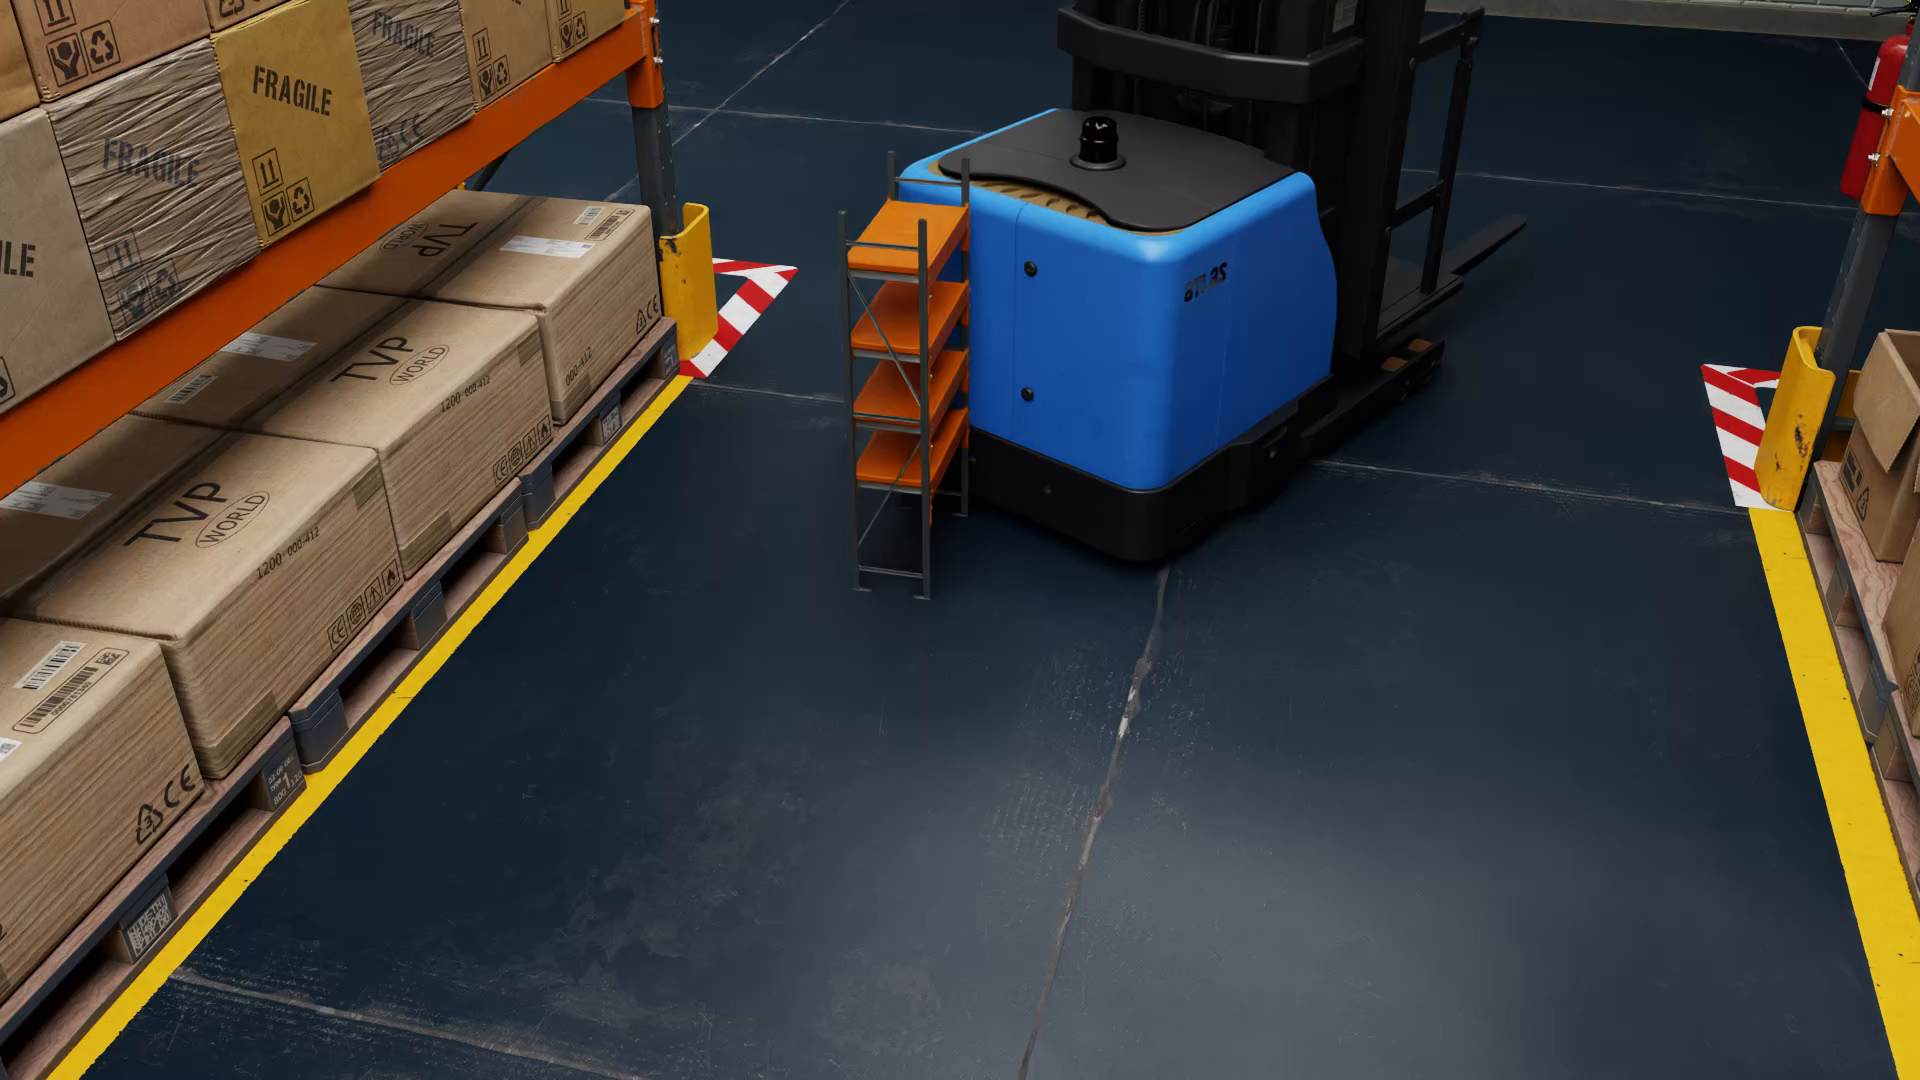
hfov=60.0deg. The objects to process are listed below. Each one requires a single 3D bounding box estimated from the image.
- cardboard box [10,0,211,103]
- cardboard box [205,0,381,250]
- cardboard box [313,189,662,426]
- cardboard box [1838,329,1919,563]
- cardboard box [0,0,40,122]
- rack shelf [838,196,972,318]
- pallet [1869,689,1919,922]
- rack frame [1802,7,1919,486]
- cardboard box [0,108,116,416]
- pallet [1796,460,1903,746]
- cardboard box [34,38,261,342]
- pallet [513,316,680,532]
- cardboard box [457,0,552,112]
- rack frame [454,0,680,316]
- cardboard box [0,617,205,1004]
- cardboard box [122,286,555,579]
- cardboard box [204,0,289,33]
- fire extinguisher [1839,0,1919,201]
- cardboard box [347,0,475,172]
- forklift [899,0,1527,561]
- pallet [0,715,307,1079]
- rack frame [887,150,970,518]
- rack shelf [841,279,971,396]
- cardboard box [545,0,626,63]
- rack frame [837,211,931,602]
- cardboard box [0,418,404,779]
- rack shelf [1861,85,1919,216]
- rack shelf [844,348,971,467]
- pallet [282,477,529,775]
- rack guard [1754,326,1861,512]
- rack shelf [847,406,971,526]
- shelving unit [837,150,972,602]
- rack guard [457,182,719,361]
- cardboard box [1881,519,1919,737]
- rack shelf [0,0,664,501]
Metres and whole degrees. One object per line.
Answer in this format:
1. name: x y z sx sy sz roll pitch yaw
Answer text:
1. cardboard box: -1.936 -1.220 3.348 0.500 0.500 0.500 9 33 13
2. cardboard box: -1.799 -1.052 4.015 0.500 0.500 0.500 9 34 14
3. cardboard box: -1.622 -0.832 5.760 0.875 0.438 0.875 7 33 11
4. cardboard box: 3.004 -0.238 4.763 0.797 0.503 0.637 7 33 10
5. cardboard box: -2.077 -0.956 2.933 0.500 0.500 0.500 8 33 12
6. rack shelf: -0.148 -0.799 4.657 0.258 0.148 0.480 7 33 11
7. pallet: 2.719 0.843 3.728 1.003 0.211 1.213 8 33 12
8. rack frame: 3.251 -1.418 4.685 1.000 3.000 0.127 8 33 12
9. cardboard box: -2.062 -0.527 3.190 0.500 0.500 0.500 8 33 13
10. pallet: 3.030 0.212 4.720 1.003 0.211 1.213 8 33 12
11. cardboard box: -1.930 -0.784 3.595 0.500 0.500 0.500 8 33 13
12. pallet: -1.679 -0.490 5.824 1.003 0.211 1.213 8 33 12
13. cardboard box: -1.560 -1.590 4.861 0.500 0.500 0.500 7 33 11
14. rack frame: -1.551 -2.092 5.745 1.000 3.000 0.127 8 33 12
15. cardboard box: -2.303 0.576 3.544 0.875 0.438 0.875 8 33 12
16. cardboard box: -1.846 -0.356 5.011 0.875 0.438 0.875 9 34 14
17. cardboard box: -1.806 -1.482 3.760 0.500 0.500 0.500 8 33 12
18. fire extinguisher: 2.841 -1.368 5.025 0.296 0.674 0.183 8 33 12
19. cardboard box: -1.681 -1.321 4.439 0.500 0.500 0.500 9 34 14
20. forklift: 1.136 -1.890 5.491 1.130 2.935 3.031 25 40 33
21. pallet: -2.298 0.776 3.832 1.003 0.211 1.213 8 33 12
22. rack frame: -0.091 -0.595 5.068 0.240 1.200 0.015 7 33 11
23. rack shelf: -0.148 -0.600 4.784 0.258 0.148 0.480 7 33 11
24. cardboard box: -1.418 -1.848 5.268 0.500 0.500 0.500 8 33 13
25. rack frame: -0.204 -0.340 4.667 0.240 1.200 0.015 7 33 11
26. cardboard box: -2.077 0.112 4.275 0.875 0.438 0.875 7 33 11
27. rack shelf: 2.743 -0.077 3.246 1.077 0.370 4.000 8 33 12
28. rack shelf: -0.148 -0.411 4.904 0.258 0.148 0.480 7 33 11
29. pallet: -1.990 0.141 4.831 1.003 0.211 1.213 8 33 12
30. rack guard: 3.232 -0.324 5.294 1.175 0.500 0.348 8 33 12
31. rack shelf: -0.148 -0.243 5.010 0.258 0.148 0.480 7 33 11
32. shelving unit: -0.148 -0.468 4.867 0.258 1.200 0.503 7 33 11
33. rack guard: -1.545 -1.050 6.435 1.175 0.500 0.348 8 33 12
34. cardboard box: 2.749 0.202 4.075 0.700 0.500 0.500 9 34 14
35. rack shelf: -2.059 -0.751 4.306 1.077 0.370 4.000 8 33 12
